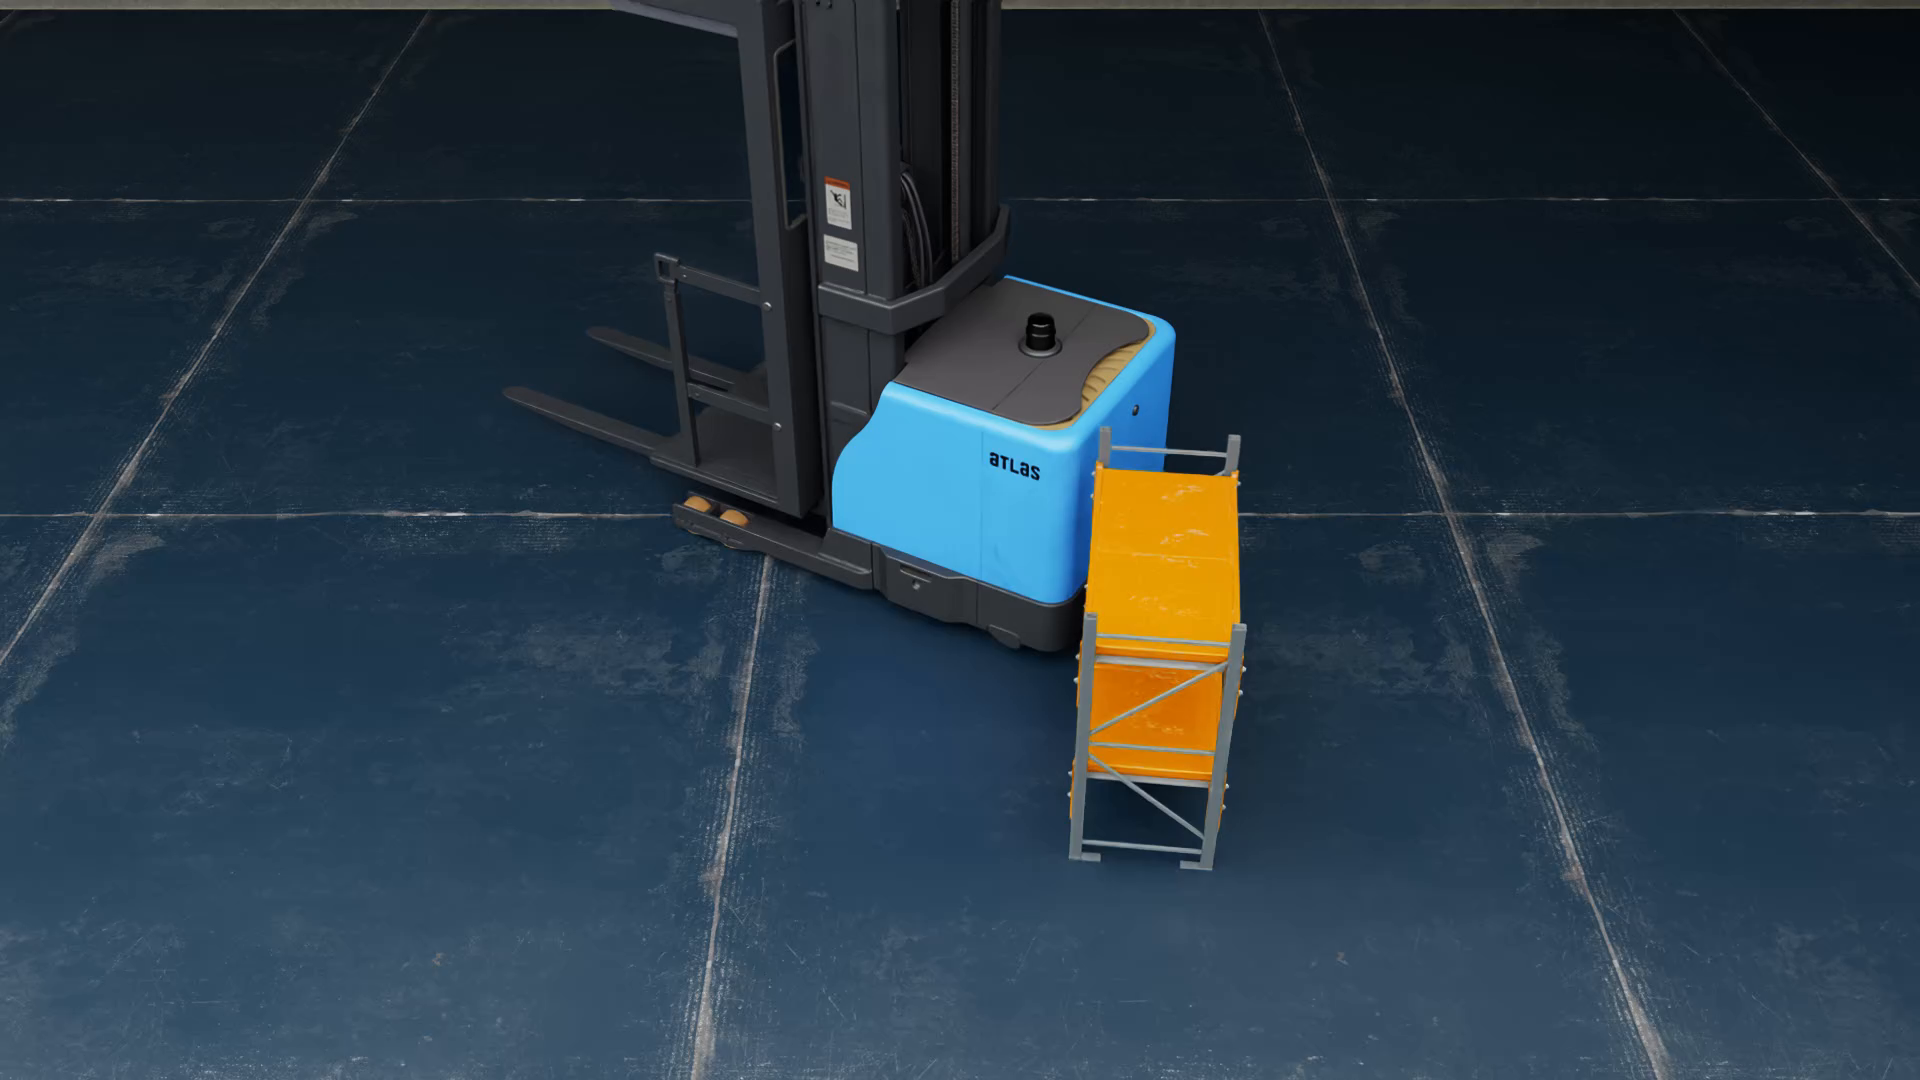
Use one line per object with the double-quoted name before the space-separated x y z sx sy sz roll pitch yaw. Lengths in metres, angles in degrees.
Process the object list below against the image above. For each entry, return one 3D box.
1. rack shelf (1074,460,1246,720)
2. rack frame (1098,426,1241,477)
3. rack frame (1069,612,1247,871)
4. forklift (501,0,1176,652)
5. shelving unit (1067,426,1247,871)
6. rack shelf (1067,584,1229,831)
"rack shelf" 0.691 0.146 5.700 0.538 0.278 1.000 4 39 5
"rack frame" 0.749 0.059 6.277 0.500 1.125 0.032 4 39 5
"rack frame" 0.633 0.690 5.489 0.500 1.125 0.032 4 39 5
"forklift" -0.662 -1.373 6.619 3.031 2.935 1.130 20 43 23
"shelving unit" 0.691 0.374 5.883 0.538 1.125 1.048 4 39 5
"rack shelf" 0.691 0.565 6.036 0.538 0.278 1.000 4 39 5
